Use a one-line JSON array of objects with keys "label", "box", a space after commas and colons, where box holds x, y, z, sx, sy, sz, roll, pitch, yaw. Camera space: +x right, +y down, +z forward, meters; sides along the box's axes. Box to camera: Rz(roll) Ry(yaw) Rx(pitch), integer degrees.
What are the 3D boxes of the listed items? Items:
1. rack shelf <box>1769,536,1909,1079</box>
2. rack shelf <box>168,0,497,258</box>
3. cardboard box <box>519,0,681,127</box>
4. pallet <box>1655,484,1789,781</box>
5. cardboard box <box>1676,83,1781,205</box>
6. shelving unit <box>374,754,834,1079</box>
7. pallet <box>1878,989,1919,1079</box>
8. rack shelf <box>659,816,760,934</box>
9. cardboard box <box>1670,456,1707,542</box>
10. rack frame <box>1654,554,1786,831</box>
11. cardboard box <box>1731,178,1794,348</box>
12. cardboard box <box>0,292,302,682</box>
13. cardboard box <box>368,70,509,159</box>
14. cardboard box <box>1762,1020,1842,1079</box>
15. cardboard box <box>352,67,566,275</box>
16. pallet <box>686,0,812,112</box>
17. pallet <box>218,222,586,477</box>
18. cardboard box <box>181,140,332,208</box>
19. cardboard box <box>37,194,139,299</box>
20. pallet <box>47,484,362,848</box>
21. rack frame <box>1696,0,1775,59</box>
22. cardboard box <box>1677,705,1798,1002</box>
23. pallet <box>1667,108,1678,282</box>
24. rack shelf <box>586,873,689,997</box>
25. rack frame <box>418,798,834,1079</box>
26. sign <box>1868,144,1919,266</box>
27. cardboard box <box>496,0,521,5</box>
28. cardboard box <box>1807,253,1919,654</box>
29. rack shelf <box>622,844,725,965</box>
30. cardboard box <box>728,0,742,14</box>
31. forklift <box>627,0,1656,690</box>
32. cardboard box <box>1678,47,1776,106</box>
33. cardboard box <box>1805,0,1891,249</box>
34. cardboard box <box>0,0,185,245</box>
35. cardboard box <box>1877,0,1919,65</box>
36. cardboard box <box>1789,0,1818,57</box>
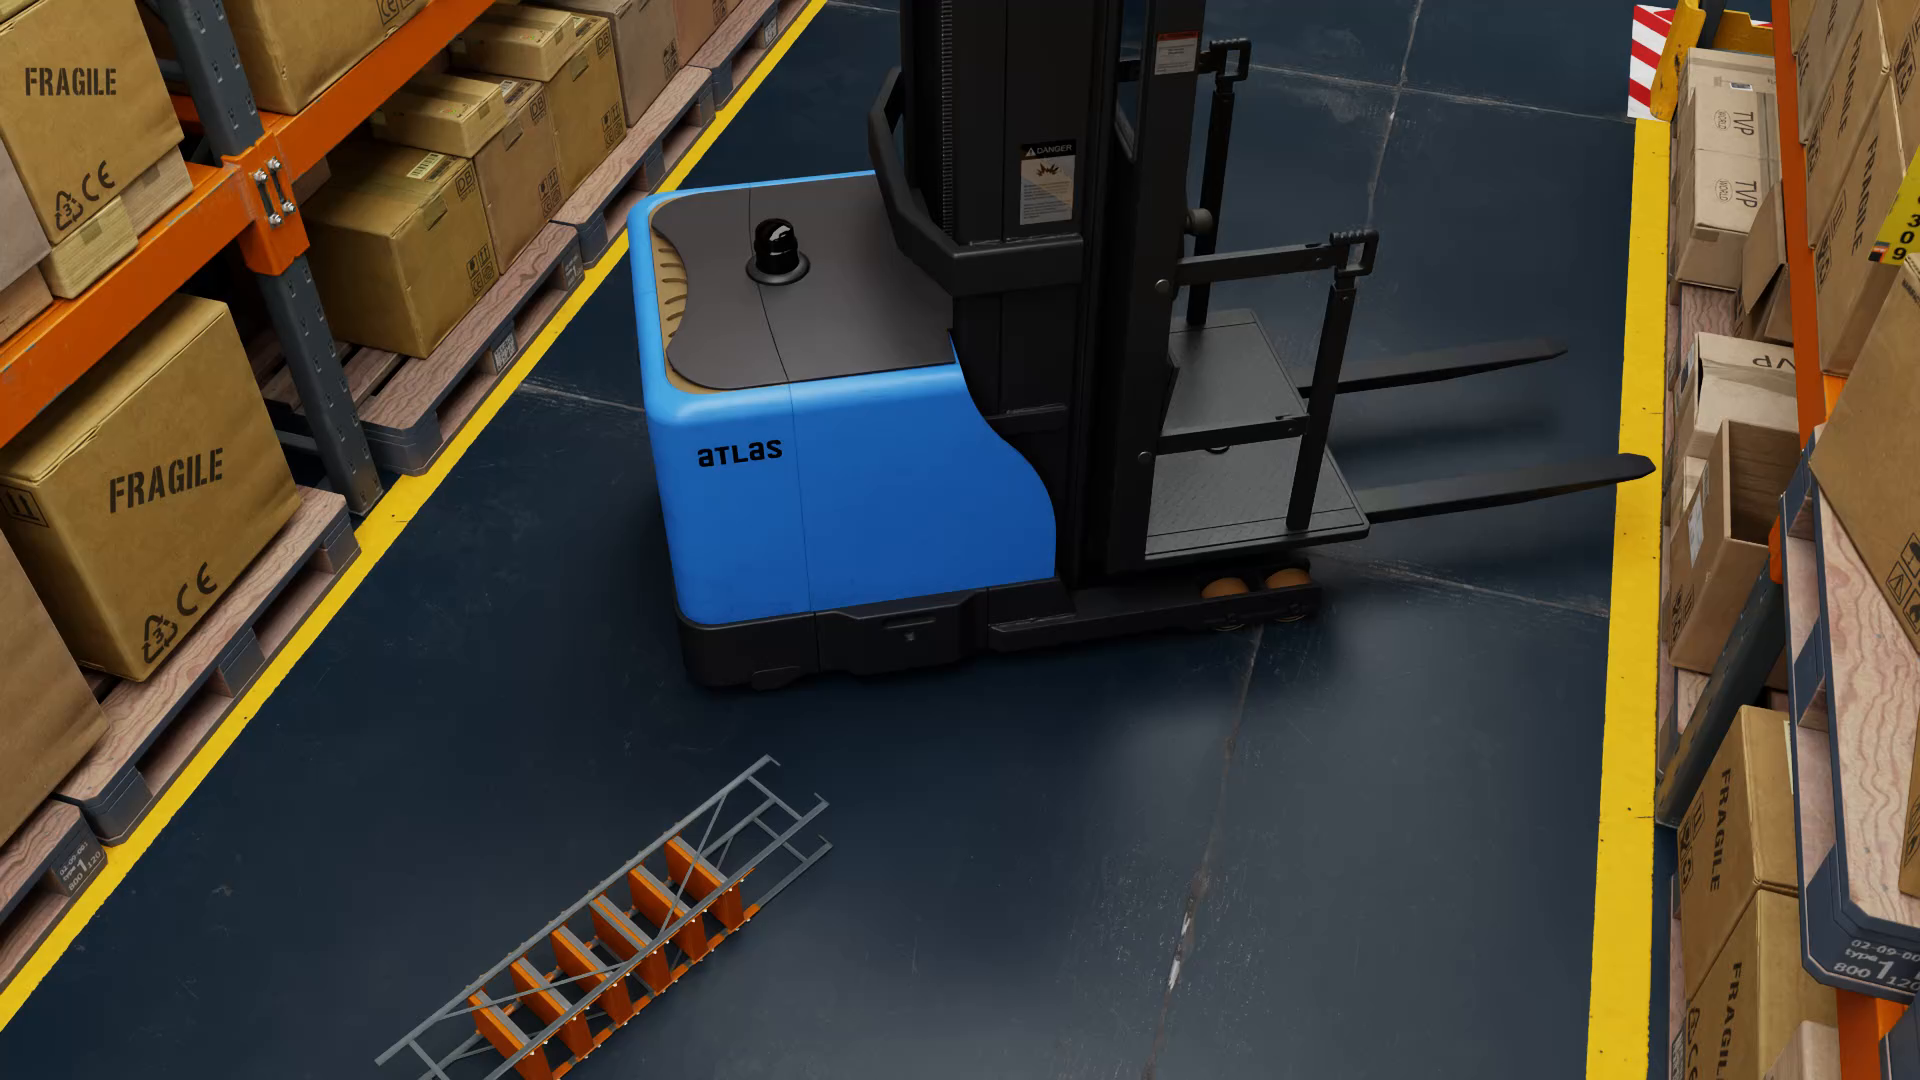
[{"label": "rack shelf", "box": [1.753, 1.350, 2.240, 1.077, 0.370, 4.000, 13, 46, 13]}, {"label": "rack shelf", "box": [-1.758, -2.363, 6.034, 1.077, 0.370, 4.000, 13, 46, 13]}, {"label": "cardboard box", "box": [-1.572, -2.053, 6.690, 0.700, 0.500, 0.500, 11, 45, 11]}, {"label": "pallet", "box": [2.568, 0.299, 4.794, 1.003, 0.211, 1.213, 13, 46, 13]}, {"label": "cardboard box", "box": [2.984, -1.445, 6.234, 0.500, 0.250, 0.500, 13, 46, 13]}, {"label": "shelving unit", "box": [-0.832, 0.997, 4.092, 0.258, 0.189, 1.200, 33, 53, 29]}, {"label": "pallet", "box": [1.732, 1.197, 2.019, 1.003, 0.211, 1.213, 13, 46, 13]}, {"label": "rack shelf", "box": [-0.638, 0.852, 4.241, 0.258, 0.180, 0.103, 33, 53, 29]}, {"label": "cardboard box", "box": [2.318, -0.081, 4.912, 0.380, 0.149, 0.250, 13, 46, 13]}, {"label": "rack frame", "box": [2.359, -0.240, 3.351, 1.000, 3.000, 0.127, 13, 46, 13]}, {"label": "cardboard box", "box": [2.923, -0.759, 5.351, 0.797, 0.503, 0.637, 13, 46, 13]}, {"label": "cardboard box", "box": [-2.436, -0.208, 4.555, 0.750, 0.750, 0.750, 13, 46, 13]}, {"label": "cardboard box", "box": [-1.761, -1.442, 5.602, 0.380, 0.149, 0.250, 14, 46, 14]}, {"label": "cardboard box", "box": [1.677, 1.165, 2.851, 0.500, 0.250, 0.500, 13, 46, 13]}, {"label": "cardboard box", "box": [-1.884, -1.355, 5.977, 0.700, 0.500, 0.500, 12, 46, 12]}, {"label": "pallet", "box": [-1.319, -2.407, 7.559, 1.003, 0.211, 1.213, 13, 46, 13]}, {"label": "pallet", "box": [-2.058, -0.781, 5.897, 1.003, 0.211, 1.213, 13, 46, 13]}, {"label": "cardboard box", "box": [-2.272, -1.198, 5.352, 0.380, 0.149, 0.250, 12, 46, 12]}, {"label": "cardboard box", "box": [-2.250, -0.746, 4.033, 0.380, 0.149, 0.250, 13, 46, 13]}, {"label": "pallet", "box": [-2.525, 0.240, 4.854, 1.003, 0.211, 1.213, 13, 46, 13]}, {"label": "rack frame", "box": [3.570, -2.906, 6.075, 1.000, 3.000, 0.127, 13, 46, 13]}, {"label": "cardboard box", "box": [1.980, 0.767, 3.794, 0.500, 0.500, 0.500, 11, 45, 11]}, {"label": "pallet", "box": [3.307, -1.327, 6.456, 1.003, 0.211, 1.213, 13, 46, 13]}, {"label": "rack shelf", "box": [-0.802, 0.975, 4.116, 0.258, 0.180, 0.103, 33, 53, 29]}, {"label": "rack frame", "box": [-0.832, 1.063, 4.156, 0.240, 0.006, 1.200, 33, 53, 29]}, {"label": "sign", "box": [1.840, -0.659, 3.160, 0.100, 0.325, 0.005, 13, 46, 13]}, {"label": "cardboard box", "box": [-1.881, -2.066, 6.239, 0.380, 0.149, 0.250, 12, 46, 12]}, {"label": "cardboard box", "box": [2.002, -0.158, 2.895, 0.700, 0.500, 0.500, -1, 44, -1]}, {"label": "rack shelf", "box": [-0.720, 0.913, 4.178, 0.258, 0.180, 0.103, 33, 53, 29]}, {"label": "cardboard box", "box": [-1.269, -2.722, 7.374, 0.700, 0.500, 0.500, 13, 46, 13]}, {"label": "forklift", "box": [0.612, -1.132, 4.311, 3.031, 2.935, 1.130, -8, 45, -8]}, {"label": "cardboard box", "box": [3.116, -1.838, 6.708, 0.380, 0.149, 0.250, 13, 46, 13]}, {"label": "cardboard box", "box": [2.421, -1.007, 4.063, 0.500, 0.500, 0.500, 14, 46, 14]}, {"label": "cardboard box", "box": [-2.263, -1.075, 3.905, 0.500, 0.500, 0.500, 12, 46, 12]}, {"label": "cardboard box", "box": [2.418, -1.367, 3.716, 0.500, 0.500, 0.500, 12, 46, 12]}, {"label": "cardboard box", "box": [2.726, -1.690, 4.761, 0.500, 0.500, 0.500, 13, 46, 13]}]
